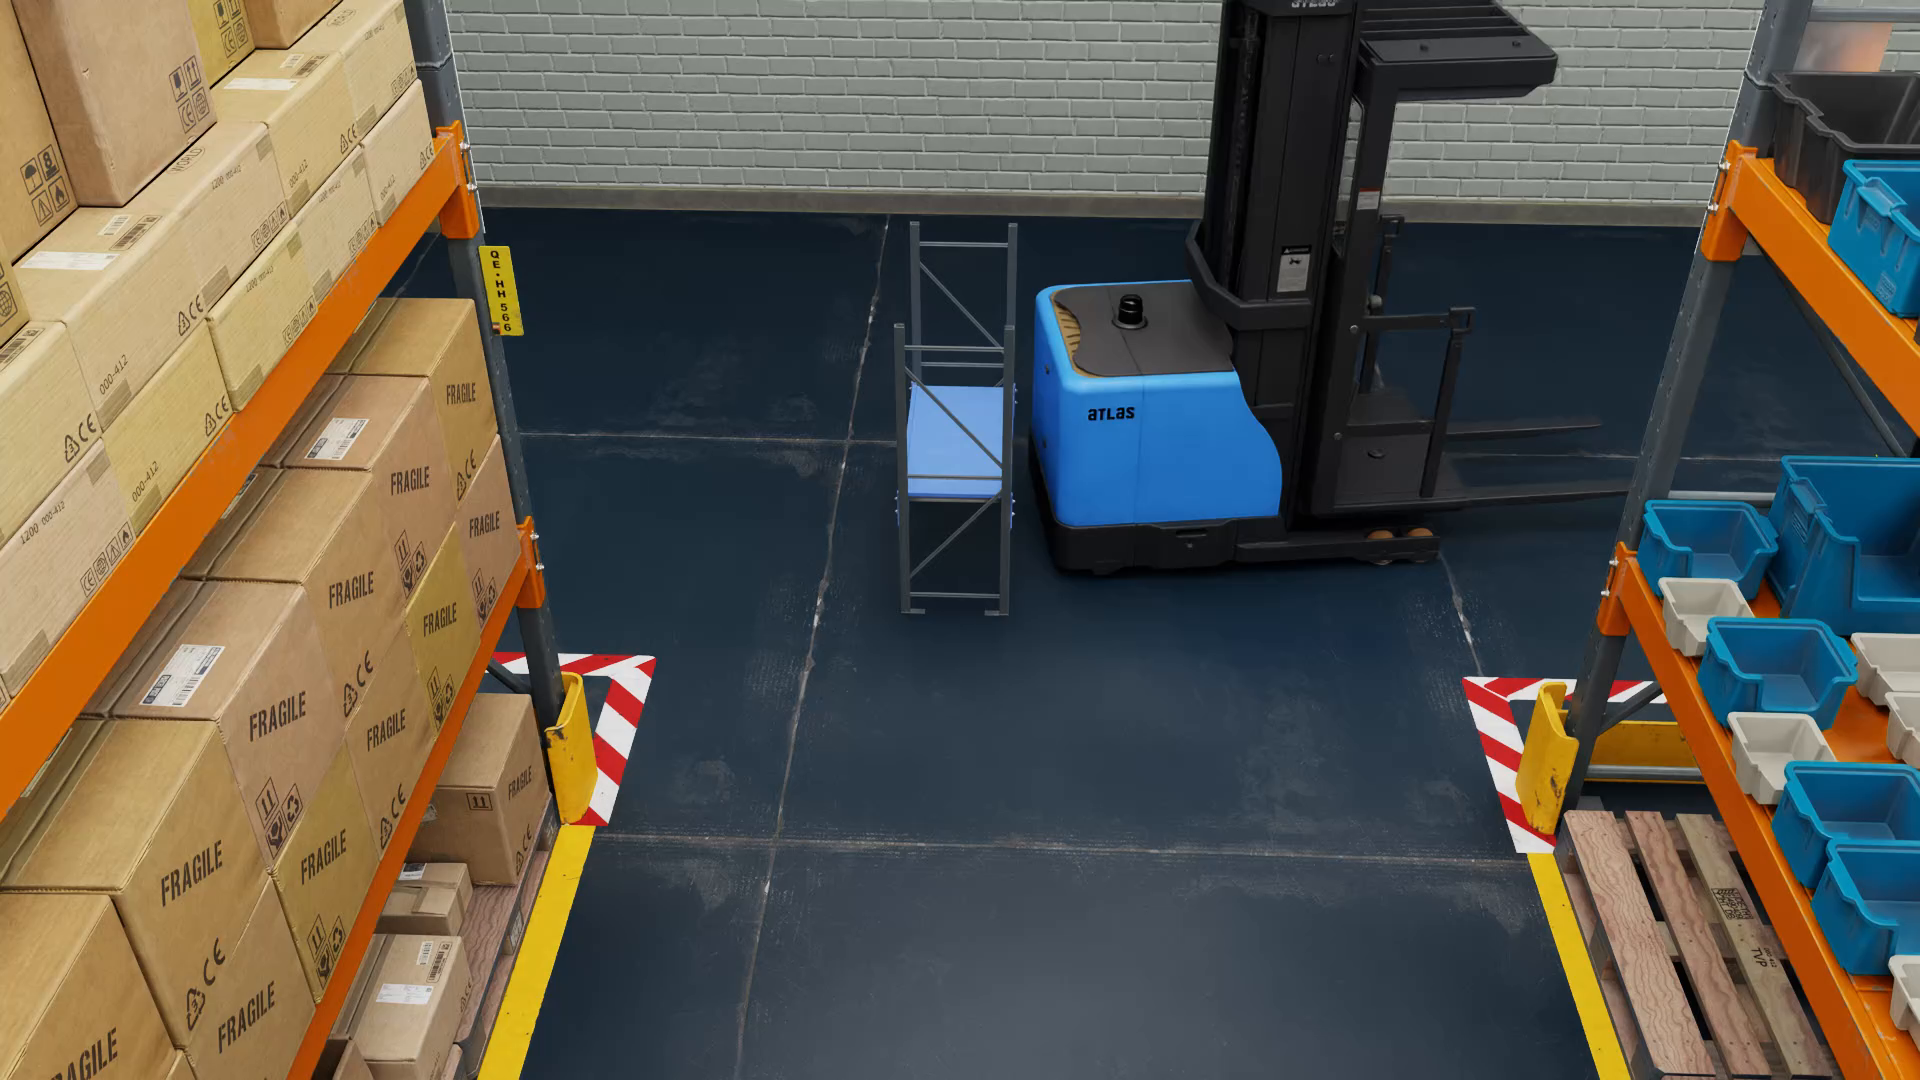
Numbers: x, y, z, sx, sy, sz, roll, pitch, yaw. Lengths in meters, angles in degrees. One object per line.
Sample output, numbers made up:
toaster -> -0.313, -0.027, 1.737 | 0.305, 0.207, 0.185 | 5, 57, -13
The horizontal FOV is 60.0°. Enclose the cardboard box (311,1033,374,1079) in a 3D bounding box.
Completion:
cardboard box -> -2.171, 1.811, 4.852 | 0.797, 0.503, 0.637 | 1, 35, 2

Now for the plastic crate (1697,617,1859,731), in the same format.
plastic crate -> 2.504, 0.424, 5.131 | 0.416, 0.233, 0.300 | 1, 35, 2

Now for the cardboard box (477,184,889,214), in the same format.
cardboard box -> -3.488, -3.543, 10.595 | 6.002, 3.100, 0.262 | 2, 35, 2

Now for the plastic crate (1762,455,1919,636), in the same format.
plastic crate -> 3.042, 0.026, 5.522 | 0.616, 0.435, 0.499 | 1, 35, 2

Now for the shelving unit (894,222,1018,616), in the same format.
shelving unit -> -0.003, -0.565, 7.749 | 0.538, 1.500, 1.048 | 1, 35, 2

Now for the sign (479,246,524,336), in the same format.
sign -> -1.527, -0.827, 5.537 | 0.100, 0.325, 0.005 | 1, 35, 2

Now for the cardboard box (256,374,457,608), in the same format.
cardboard box -> -1.843, -0.146, 4.893 | 0.500, 0.500, 0.500 | 2, 35, 3

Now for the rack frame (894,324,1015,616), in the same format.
rack frame -> -0.024, -0.273, 7.333 | 0.500, 1.500, 0.032 | 1, 35, 2

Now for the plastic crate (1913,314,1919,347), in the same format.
plastic crate -> 2.533, -0.463, 3.745 | 0.504, 0.338, 0.767 | 1, 35, 2

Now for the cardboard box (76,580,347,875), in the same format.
cardboard box -> -1.880, 0.447, 4.049 | 0.500, 0.500, 0.500 | 2, 35, 3

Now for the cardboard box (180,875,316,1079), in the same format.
cardboard box -> -1.909, 1.140, 3.932 | 0.500, 0.500, 0.500 | 1, 35, 2

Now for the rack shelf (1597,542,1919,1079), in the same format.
rack shelf -> 2.789, 1.311, 4.401 | 1.077, 0.370, 4.000 | 1, 35, 2

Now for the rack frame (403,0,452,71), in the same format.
rack frame -> -2.080, -2.703, 4.270 | 1.000, 3.000, 0.127 | 1, 35, 2

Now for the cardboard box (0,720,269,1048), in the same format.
cardboard box -> -1.900, 0.744, 3.627 | 0.500, 0.500, 0.500 | 0, 35, 0

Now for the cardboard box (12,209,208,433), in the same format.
cardboard box -> -1.903, -0.456, 3.377 | 0.500, 0.250, 0.500 | 1, 35, 2

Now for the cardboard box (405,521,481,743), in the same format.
cardboard box -> -1.844, 0.272, 5.167 | 0.500, 0.500, 0.500 | 2, 35, 2

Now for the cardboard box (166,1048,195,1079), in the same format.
cardboard box -> -2.147, 0.693, 4.568 | 1.079, 0.500, 3.026 | 2, 35, 3

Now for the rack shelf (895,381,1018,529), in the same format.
rack shelf -> -0.003, -0.417, 7.852 | 0.538, 0.185, 1.000 | 1, 35, 2

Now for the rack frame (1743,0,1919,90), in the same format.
rack frame -> 2.869, -2.587, 4.104 | 1.000, 3.000, 0.127 | 1, 35, 2

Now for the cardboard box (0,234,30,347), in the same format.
cardboard box -> -2.084, -0.479, 2.758 | 0.700, 0.500, 0.500 | 1, 35, 2

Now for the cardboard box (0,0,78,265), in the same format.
cardboard box -> -2.216, -0.770, 3.172 | 0.700, 0.500, 0.500 | 1, 35, 2

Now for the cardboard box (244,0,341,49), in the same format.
cardboard box -> -2.085, -1.630, 4.396 | 0.700, 0.500, 0.500 | 1, 35, 2

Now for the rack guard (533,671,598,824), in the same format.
rack guard -> -2.083, 0.818, 6.652 | 1.175, 0.500, 0.348 | 1, 35, 2

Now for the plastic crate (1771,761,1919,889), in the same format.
plastic crate -> 2.477, 0.803, 4.593 | 0.416, 0.233, 0.300 | 1, 35, 2

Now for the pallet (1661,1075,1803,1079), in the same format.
pallet -> 2.745, 2.181, 4.963 | 1.003, 0.211, 1.213 | 1, 35, 2

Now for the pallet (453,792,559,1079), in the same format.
pallet -> -2.114, 1.394, 6.083 | 1.003, 0.211, 1.213 | 1, 35, 2

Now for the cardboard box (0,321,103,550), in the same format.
cardboard box -> -1.923, -0.169, 2.968 | 0.500, 0.250, 0.500 | 1, 35, 2

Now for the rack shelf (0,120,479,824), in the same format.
rack shelf -> -2.161, -0.032, 3.704 | 1.077, 0.370, 4.000 | 1, 35, 2

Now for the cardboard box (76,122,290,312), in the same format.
cardboard box -> -1.890, -0.744, 3.786 | 0.500, 0.250, 0.500 | 1, 35, 2

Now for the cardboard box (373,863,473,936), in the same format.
cardboard box -> -1.962, 1.279, 5.903 | 0.380, 0.166, 0.250 | 1, 35, 2

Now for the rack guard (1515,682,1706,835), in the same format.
rack guard -> 2.857, 0.877, 6.568 | 1.175, 0.500, 0.348 | 1, 35, 2

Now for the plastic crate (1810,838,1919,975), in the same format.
plastic crate -> 2.465, 0.975, 4.347 | 0.416, 0.233, 0.300 | 1, 35, 2

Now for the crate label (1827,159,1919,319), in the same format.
crate label -> 2.509, -0.776, 4.266 | 0.408, 0.251, 0.502 | 1, 35, 2

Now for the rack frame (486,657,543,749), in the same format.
rack frame -> -2.084, -0.249, 5.995 | 0.949, 2.616, 0.053 | 1, 35, 2

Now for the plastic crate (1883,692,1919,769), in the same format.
plastic crate -> 2.991, 0.590, 4.979 | 0.396, 0.136, 0.243 | 1, 35, 2

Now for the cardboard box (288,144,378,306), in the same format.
cardboard box -> -1.869, -0.826, 4.339 | 0.500, 0.250, 0.500 | 1, 35, 2

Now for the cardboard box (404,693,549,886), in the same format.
cardboard box -> -1.856, 0.912, 6.135 | 0.500, 0.500, 0.500 | 1, 35, 2

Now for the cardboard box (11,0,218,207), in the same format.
cardboard box -> -2.102, -1.055, 3.578 | 0.700, 0.500, 0.500 | 1, 35, 2

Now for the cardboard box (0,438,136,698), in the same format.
cardboard box -> -1.929, 0.036, 3.112 | 0.500, 0.250, 0.500 | 1, 35, 2

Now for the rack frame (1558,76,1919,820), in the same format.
rack frame -> 2.869, -0.132, 5.829 | 1.000, 3.000, 0.127 | 1, 35, 2

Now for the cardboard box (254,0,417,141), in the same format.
cardboard box -> -1.846, -1.318, 4.604 | 0.500, 0.250, 0.500 | 1, 35, 2

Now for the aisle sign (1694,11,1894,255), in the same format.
aisle sign -> 2.575, -1.244, 5.150 | 0.394, 0.787, 0.004 | 1, 35, 2

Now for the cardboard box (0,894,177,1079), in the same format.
cardboard box -> -1.921, 1.039, 3.207 | 0.500, 0.500, 0.500 | 0, 35, 0

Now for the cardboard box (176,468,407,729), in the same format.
cardboard box -> -1.859, 0.152, 4.469 | 0.500, 0.500, 0.500 | 2, 35, 3

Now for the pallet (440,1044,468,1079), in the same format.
pallet -> -2.166, 2.093, 5.088 | 1.003, 0.211, 1.213 | 1, 35, 2

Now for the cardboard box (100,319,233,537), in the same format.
cardboard box -> -1.912, -0.252, 3.521 | 0.500, 0.250, 0.500 | 1, 35, 2

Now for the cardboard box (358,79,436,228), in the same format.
cardboard box -> -1.838, -1.113, 4.747 | 0.500, 0.250, 0.500 | 1, 35, 2

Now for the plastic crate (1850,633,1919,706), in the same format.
plastic crate -> 3.017, 0.424, 5.215 | 0.396, 0.136, 0.243 | 1, 35, 2

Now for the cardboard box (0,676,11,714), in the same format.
cardboard box -> -1.950, 0.323, 2.704 | 0.500, 0.250, 0.500 | 1, 35, 2

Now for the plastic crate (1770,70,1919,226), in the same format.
plastic crate -> 2.575, -1.091, 4.699 | 0.497, 0.269, 0.590 | 1, 35, 2

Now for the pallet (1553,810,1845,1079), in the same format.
pallet -> 2.797, 1.482, 5.958 | 1.003, 0.211, 1.213 | 1, 35, 2

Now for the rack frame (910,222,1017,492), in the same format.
rack frame -> 0.017, -0.857, 8.165 | 0.500, 1.500, 0.032 | 1, 35, 2

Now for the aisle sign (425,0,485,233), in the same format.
aisle sign -> -1.772, -1.344, 5.293 | 0.394, 0.787, 0.004 | 1, 35, 2

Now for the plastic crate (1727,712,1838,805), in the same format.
plastic crate -> 2.407, 0.658, 4.883 | 0.250, 0.136, 0.298 | 1, 35, 2

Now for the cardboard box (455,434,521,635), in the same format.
cardboard box -> -1.826, -0.026, 5.591 | 0.500, 0.500, 0.500 | 2, 35, 3

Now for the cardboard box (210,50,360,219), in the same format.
cardboard box -> -1.866, -1.031, 4.195 | 0.500, 0.250, 0.500 | 1, 35, 2

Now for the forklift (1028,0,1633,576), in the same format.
forklift -> 1.906, -1.380, 7.664 | 3.031, 2.935, 1.130 | -3, 35, -5
